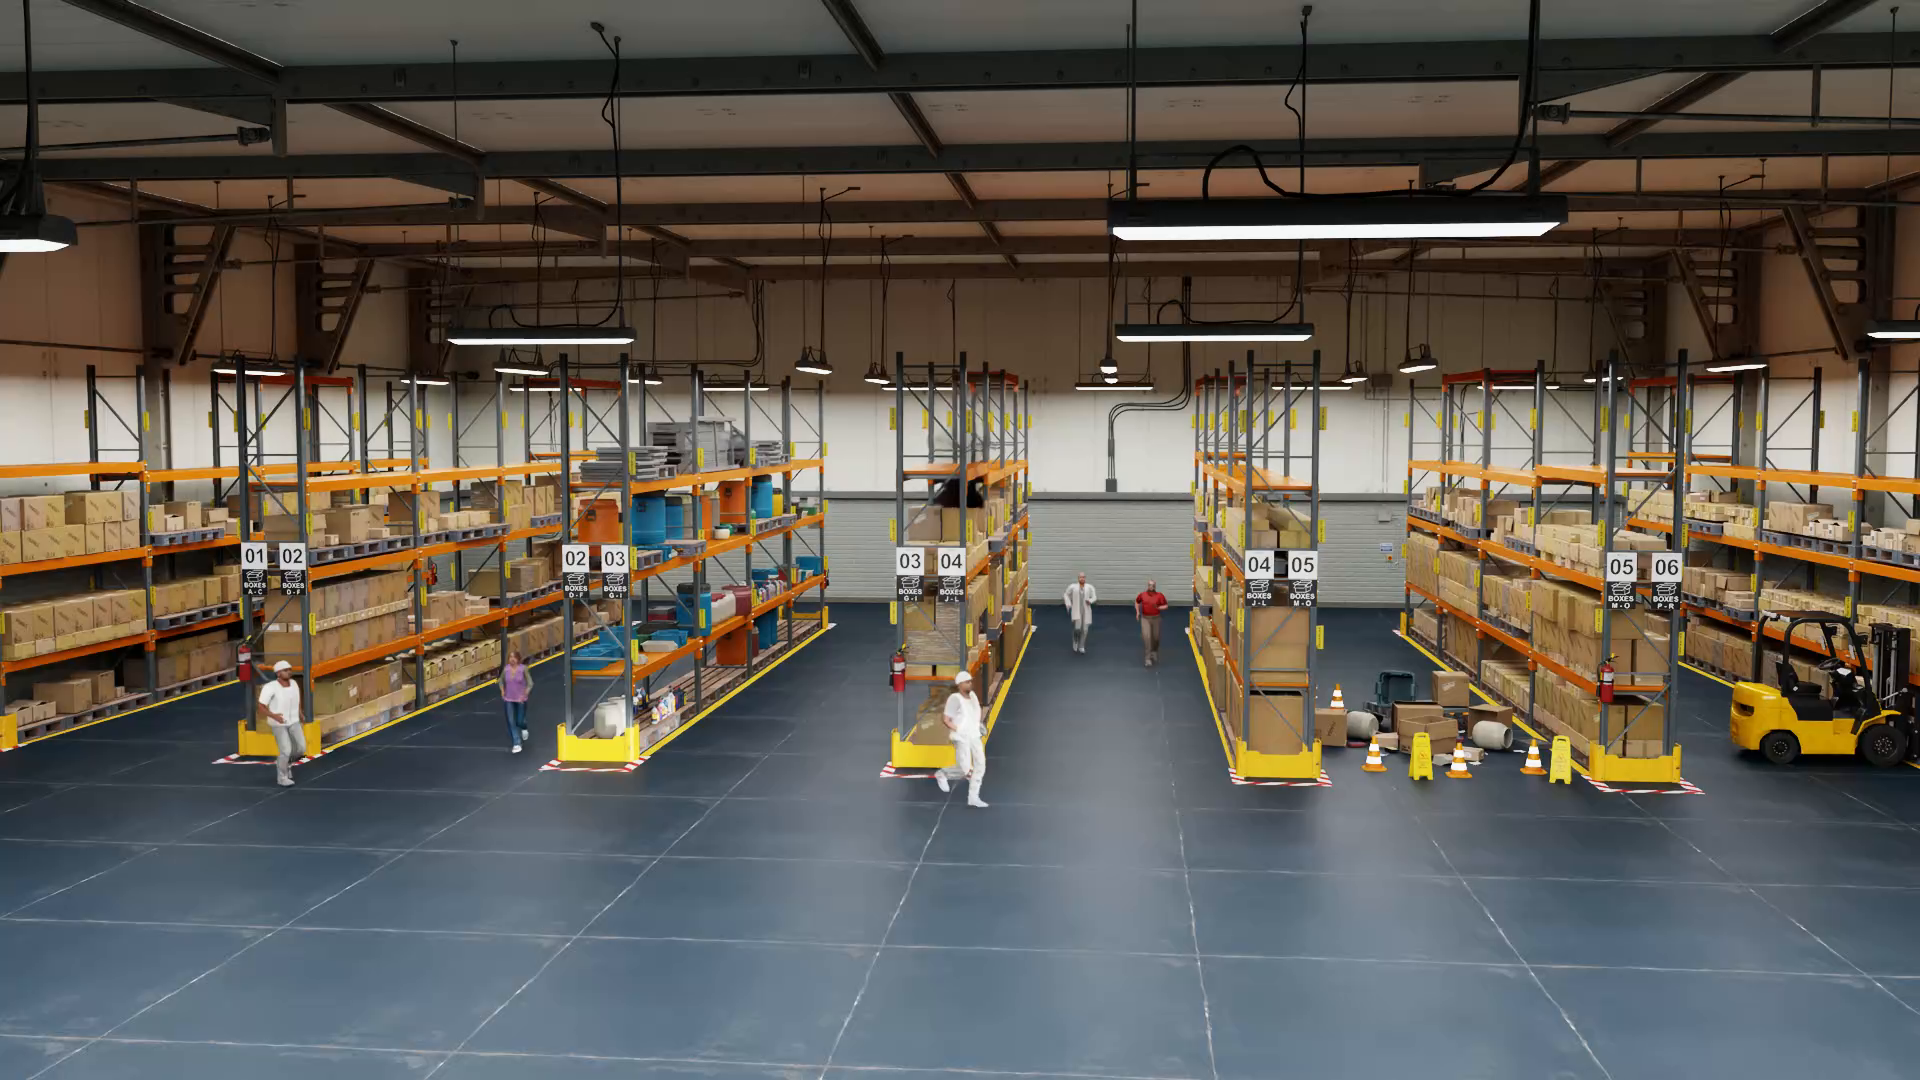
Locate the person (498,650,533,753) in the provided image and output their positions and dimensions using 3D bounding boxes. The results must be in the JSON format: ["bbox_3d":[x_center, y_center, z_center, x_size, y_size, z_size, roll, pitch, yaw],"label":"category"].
[{"bbox_3d":[-6.745,2.430,25.238,0.532,1.546,0.559,0,4,-1],"label":"person"}]

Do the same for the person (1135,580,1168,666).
[{"bbox_3d":[3.945,1.684,34.279,0.662,1.716,0.939,0,4,2],"label":"person"}]

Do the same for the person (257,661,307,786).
[{"bbox_3d":[-9.274,2.512,22.826,0.578,1.727,0.717,3,5,32],"label":"person"}]

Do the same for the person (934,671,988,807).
[{"bbox_3d":[0.041,2.586,21.735,0.803,1.752,0.692,3,5,40],"label":"person"}]

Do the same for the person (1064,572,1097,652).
[{"bbox_3d":[2.618,1.571,35.909,0.690,1.740,0.672,0,4,-5],"label":"person"}]
